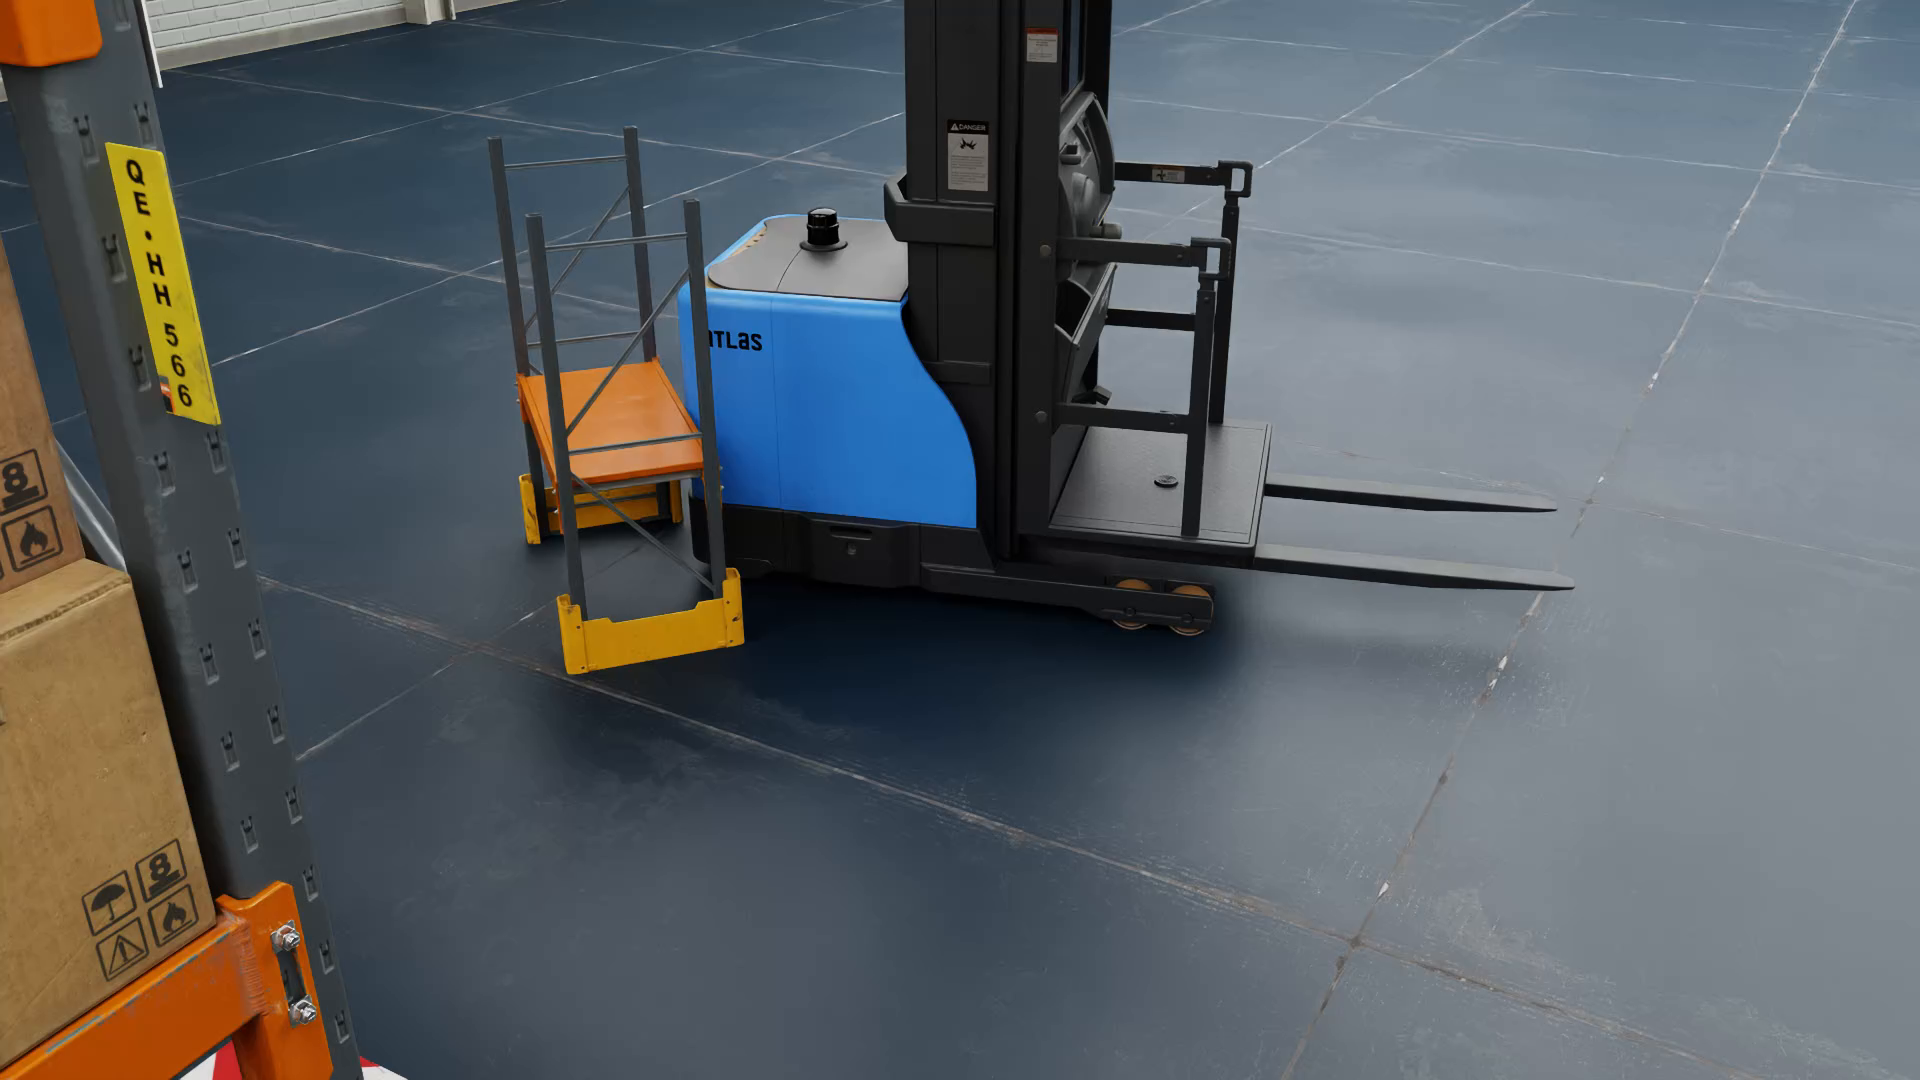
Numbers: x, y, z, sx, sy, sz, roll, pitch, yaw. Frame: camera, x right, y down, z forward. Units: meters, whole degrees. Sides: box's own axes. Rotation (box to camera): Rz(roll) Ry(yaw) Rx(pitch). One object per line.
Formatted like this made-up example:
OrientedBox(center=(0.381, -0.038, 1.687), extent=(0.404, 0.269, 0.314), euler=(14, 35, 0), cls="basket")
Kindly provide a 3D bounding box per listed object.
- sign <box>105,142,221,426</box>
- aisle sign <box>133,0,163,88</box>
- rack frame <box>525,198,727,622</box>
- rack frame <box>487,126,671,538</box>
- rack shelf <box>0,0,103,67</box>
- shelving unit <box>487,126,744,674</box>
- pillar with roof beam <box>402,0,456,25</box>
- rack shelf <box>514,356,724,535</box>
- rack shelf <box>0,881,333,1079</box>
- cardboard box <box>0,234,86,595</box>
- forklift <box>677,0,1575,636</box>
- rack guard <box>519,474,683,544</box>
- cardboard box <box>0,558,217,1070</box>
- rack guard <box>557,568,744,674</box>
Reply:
OrientedBox(center=(-0.922, -0.292, 1.924), extent=(0.100, 0.325, 0.005), euler=(14, 30, 26), cls="sign")
OrientedBox(center=(-1.092, -0.917, 1.827), extent=(0.394, 0.787, 0.004), euler=(14, 30, 26), cls="aisle sign")
OrientedBox(center=(-1.006, -0.295, 5.163), extent=(0.500, 1.500, 0.032), euler=(-9, 28, -18), cls="rack frame")
OrientedBox(center=(-1.356, -0.722, 6.016), extent=(0.500, 1.500, 0.032), euler=(-9, 28, -18), cls="rack frame")
OrientedBox(center=(-2.372, -0.033, 0.418), extent=(1.077, 0.370, 4.000), euler=(14, 30, 26), cls="rack shelf")
OrientedBox(center=(-1.178, -0.505, 5.582), extent=(0.587, 1.500, 1.083), euler=(-9, 28, -18), cls="shelving unit")
OrientedBox(center=(-1.547, -8.274, 12.725), extent=(9.100, 9.000, 0.400), euler=(14, 30, 26), cls="pillar with roof beam")
OrientedBox(center=(-1.181, -0.348, 5.670), extent=(0.538, 0.185, 1.000), euler=(-9, 28, -18), cls="rack shelf")
OrientedBox(center=(-2.372, 1.308, 1.089), extent=(1.077, 0.370, 4.000), euler=(14, 30, 26), cls="rack shelf")
OrientedBox(center=(-1.604, -0.207, 1.938), extent=(0.875, 0.550, 0.550), euler=(14, 30, 26), cls="cardboard box")
OrientedBox(center=(0.609, -1.249, 5.471), extent=(3.031, 2.935, 1.130), euler=(6, 27, 11), cls="forklift")
OrientedBox(center=(-1.349, -0.155, 6.280), extent=(0.587, 0.250, 0.087), euler=(-9, 28, -18), cls="rack guard")
OrientedBox(center=(-1.531, 0.295, 2.143), extent=(0.875, 0.550, 0.550), euler=(14, 30, 26), cls="cardboard box")
OrientedBox(center=(-1.006, 0.263, 5.444), extent=(0.587, 0.250, 0.087), euler=(-9, 28, -18), cls="rack guard")
